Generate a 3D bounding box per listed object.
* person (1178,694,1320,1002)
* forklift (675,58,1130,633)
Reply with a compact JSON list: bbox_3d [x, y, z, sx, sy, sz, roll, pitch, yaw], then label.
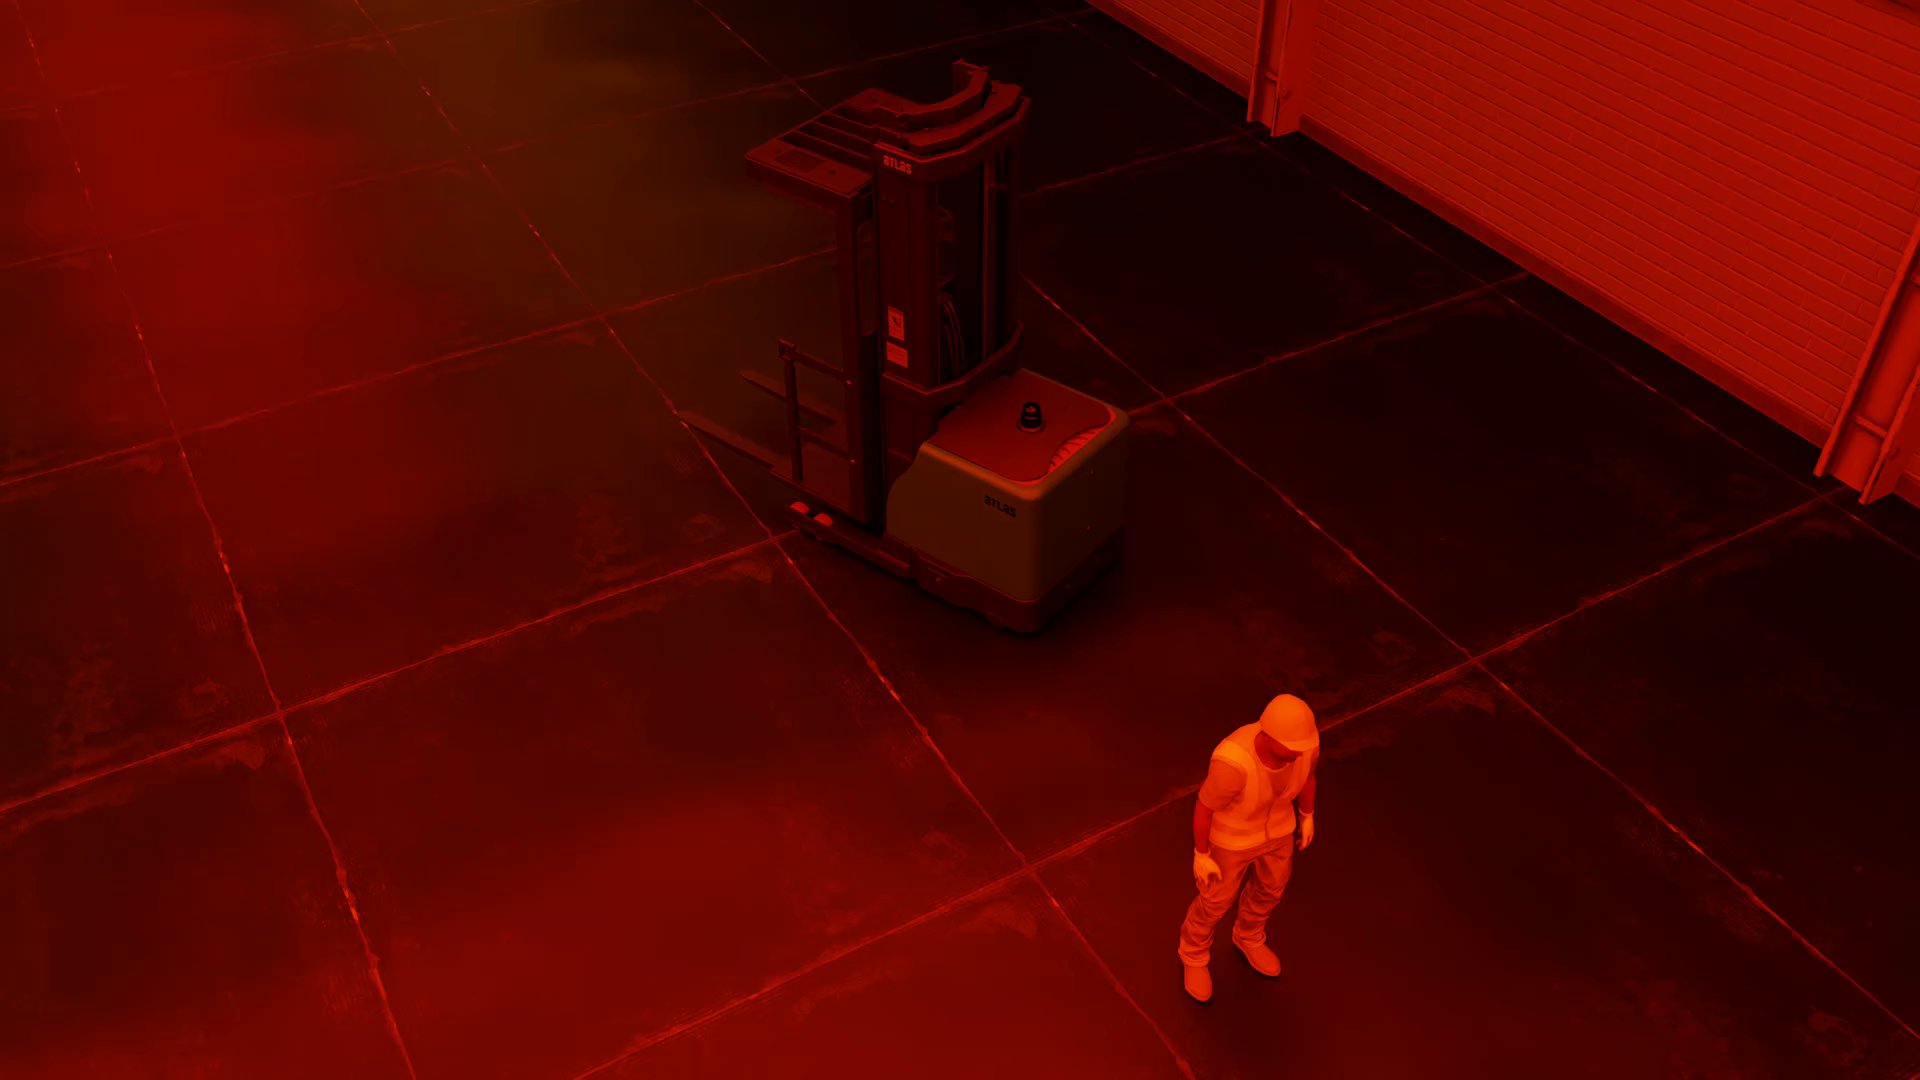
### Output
[{"bbox_3d":[1.301,1.312,7.363,0.628,1.774,0.448,-16,42,-18],"label":"person"},{"bbox_3d":[-0.481,-1.366,9.683,3.031,2.935,1.130,26,46,28],"label":"forklift"}]
